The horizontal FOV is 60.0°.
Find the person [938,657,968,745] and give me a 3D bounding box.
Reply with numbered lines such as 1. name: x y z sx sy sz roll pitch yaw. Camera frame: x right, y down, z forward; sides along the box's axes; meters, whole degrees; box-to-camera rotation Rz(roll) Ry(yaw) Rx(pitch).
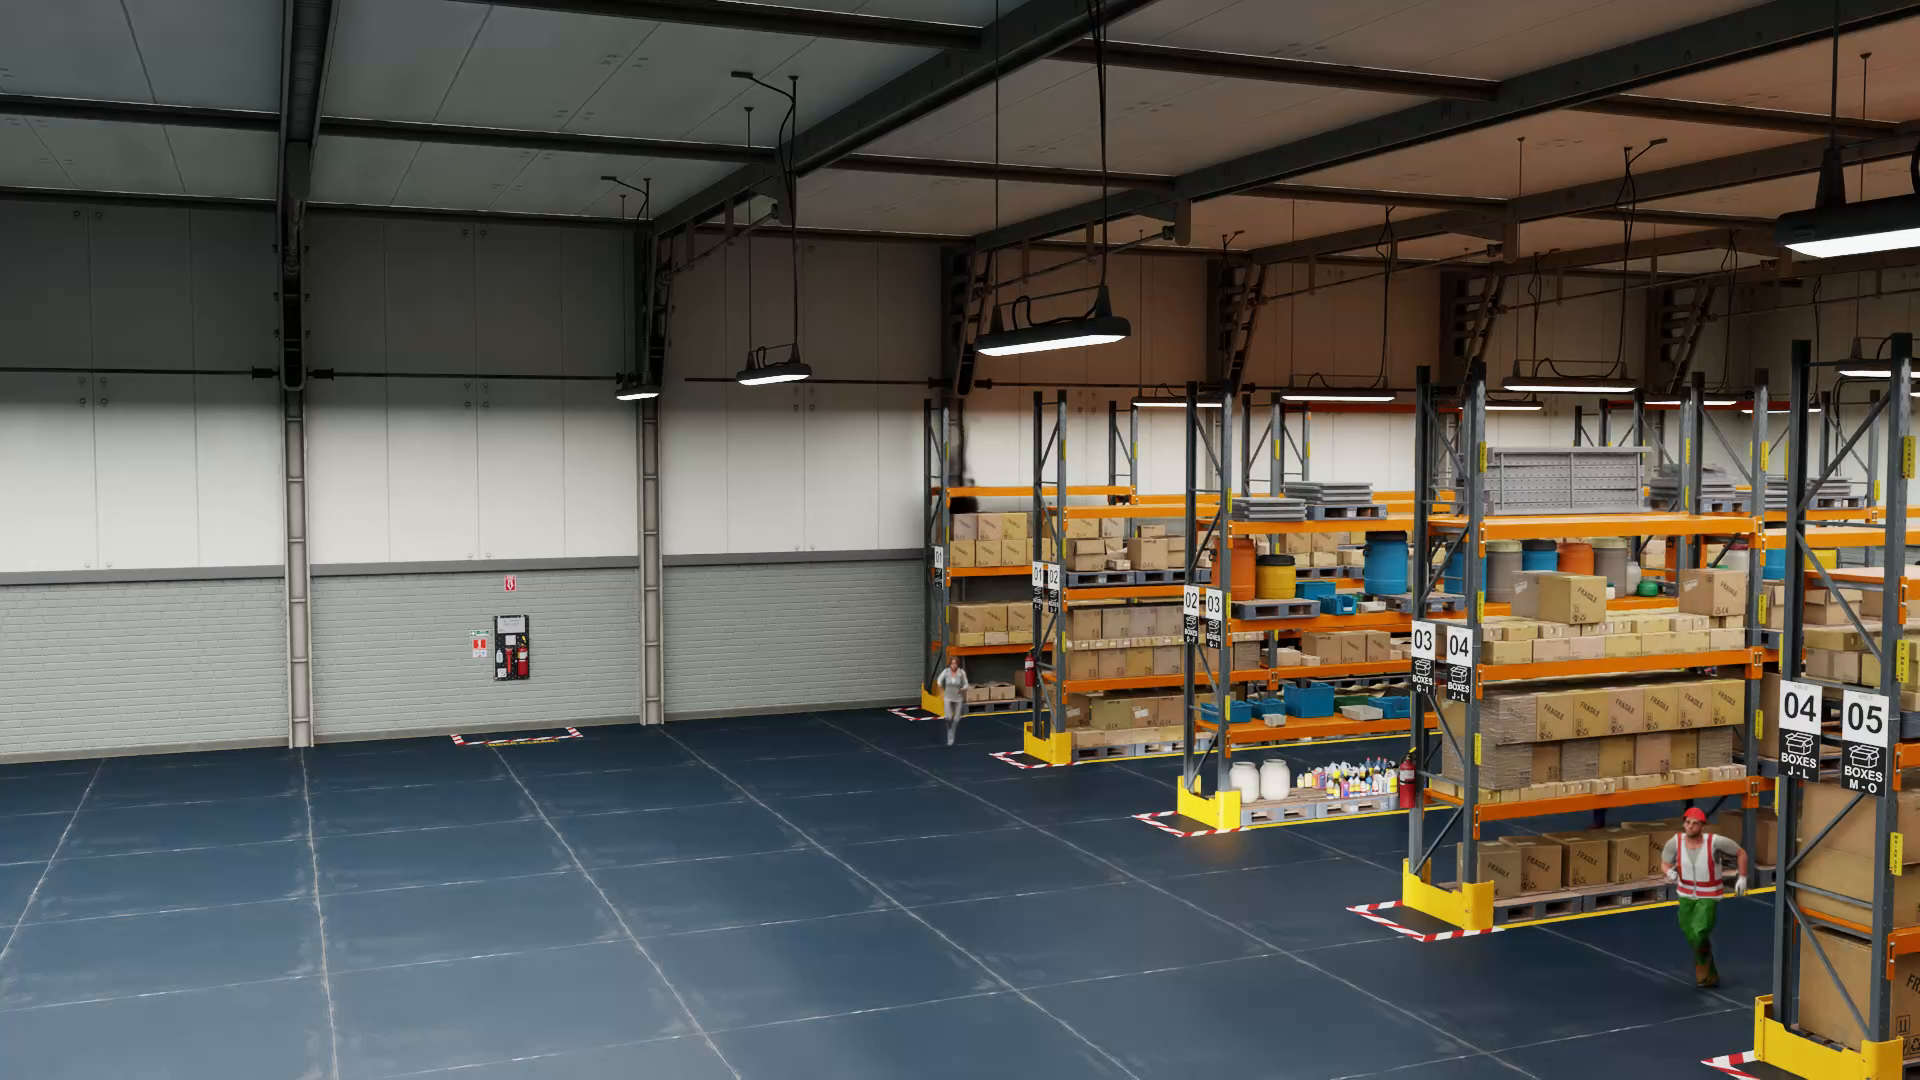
1. person: -0.114 2.727 28.121 0.504 1.540 0.659 0 3 -6

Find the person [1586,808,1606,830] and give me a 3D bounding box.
1. person: 8.377 3.087 22.136 0.668 1.574 0.592 -2 4 -29

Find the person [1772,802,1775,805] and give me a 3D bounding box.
1. person: 11.886 2.886 23.629 0.972 1.774 0.699 -2 4 -33

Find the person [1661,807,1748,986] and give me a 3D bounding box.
1. person: 6.924 3.357 15.572 0.705 1.728 0.754 3 4 41
